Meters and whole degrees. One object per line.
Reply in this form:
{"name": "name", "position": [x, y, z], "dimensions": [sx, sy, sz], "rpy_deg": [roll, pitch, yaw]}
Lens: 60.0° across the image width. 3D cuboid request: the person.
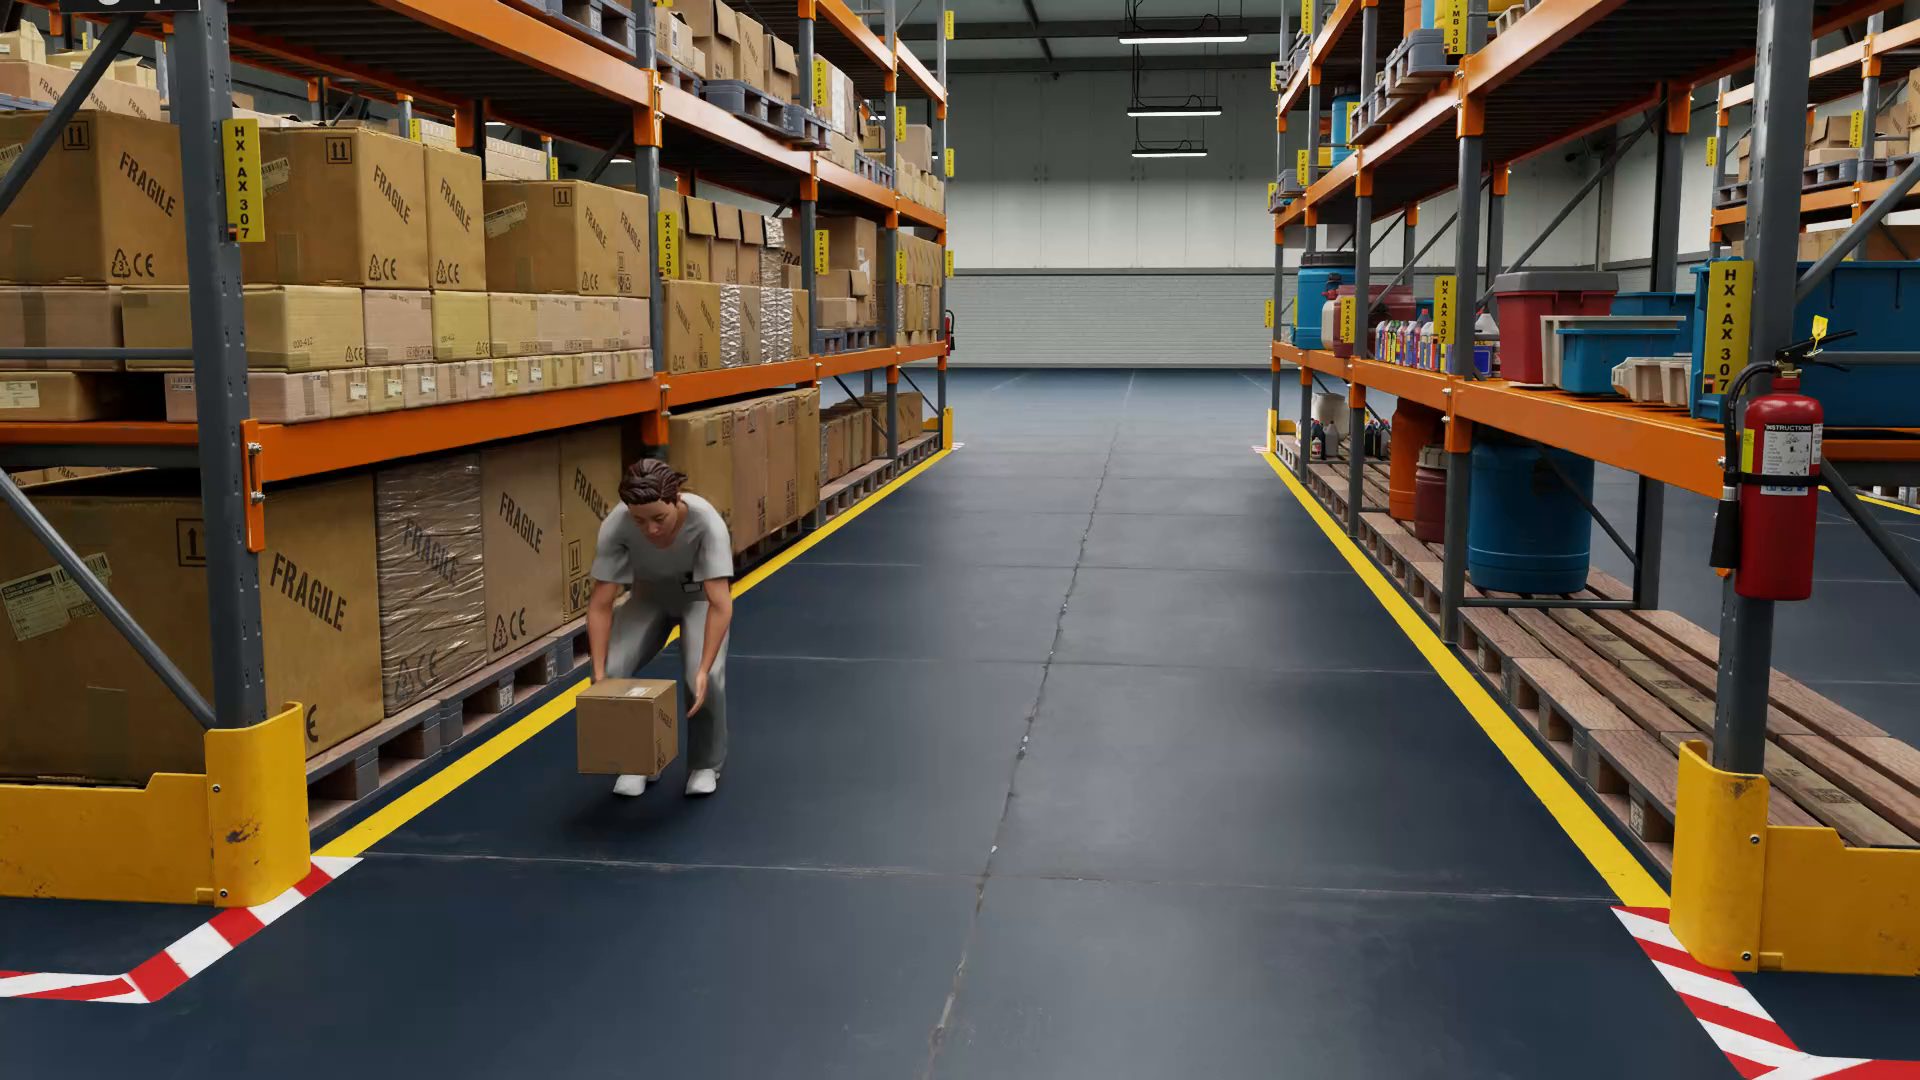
{"name": "person", "position": [-0.973, 0.284, 5.609], "dimensions": [0.492, 1.167, 0.733], "rpy_deg": [1, 8, 6]}
